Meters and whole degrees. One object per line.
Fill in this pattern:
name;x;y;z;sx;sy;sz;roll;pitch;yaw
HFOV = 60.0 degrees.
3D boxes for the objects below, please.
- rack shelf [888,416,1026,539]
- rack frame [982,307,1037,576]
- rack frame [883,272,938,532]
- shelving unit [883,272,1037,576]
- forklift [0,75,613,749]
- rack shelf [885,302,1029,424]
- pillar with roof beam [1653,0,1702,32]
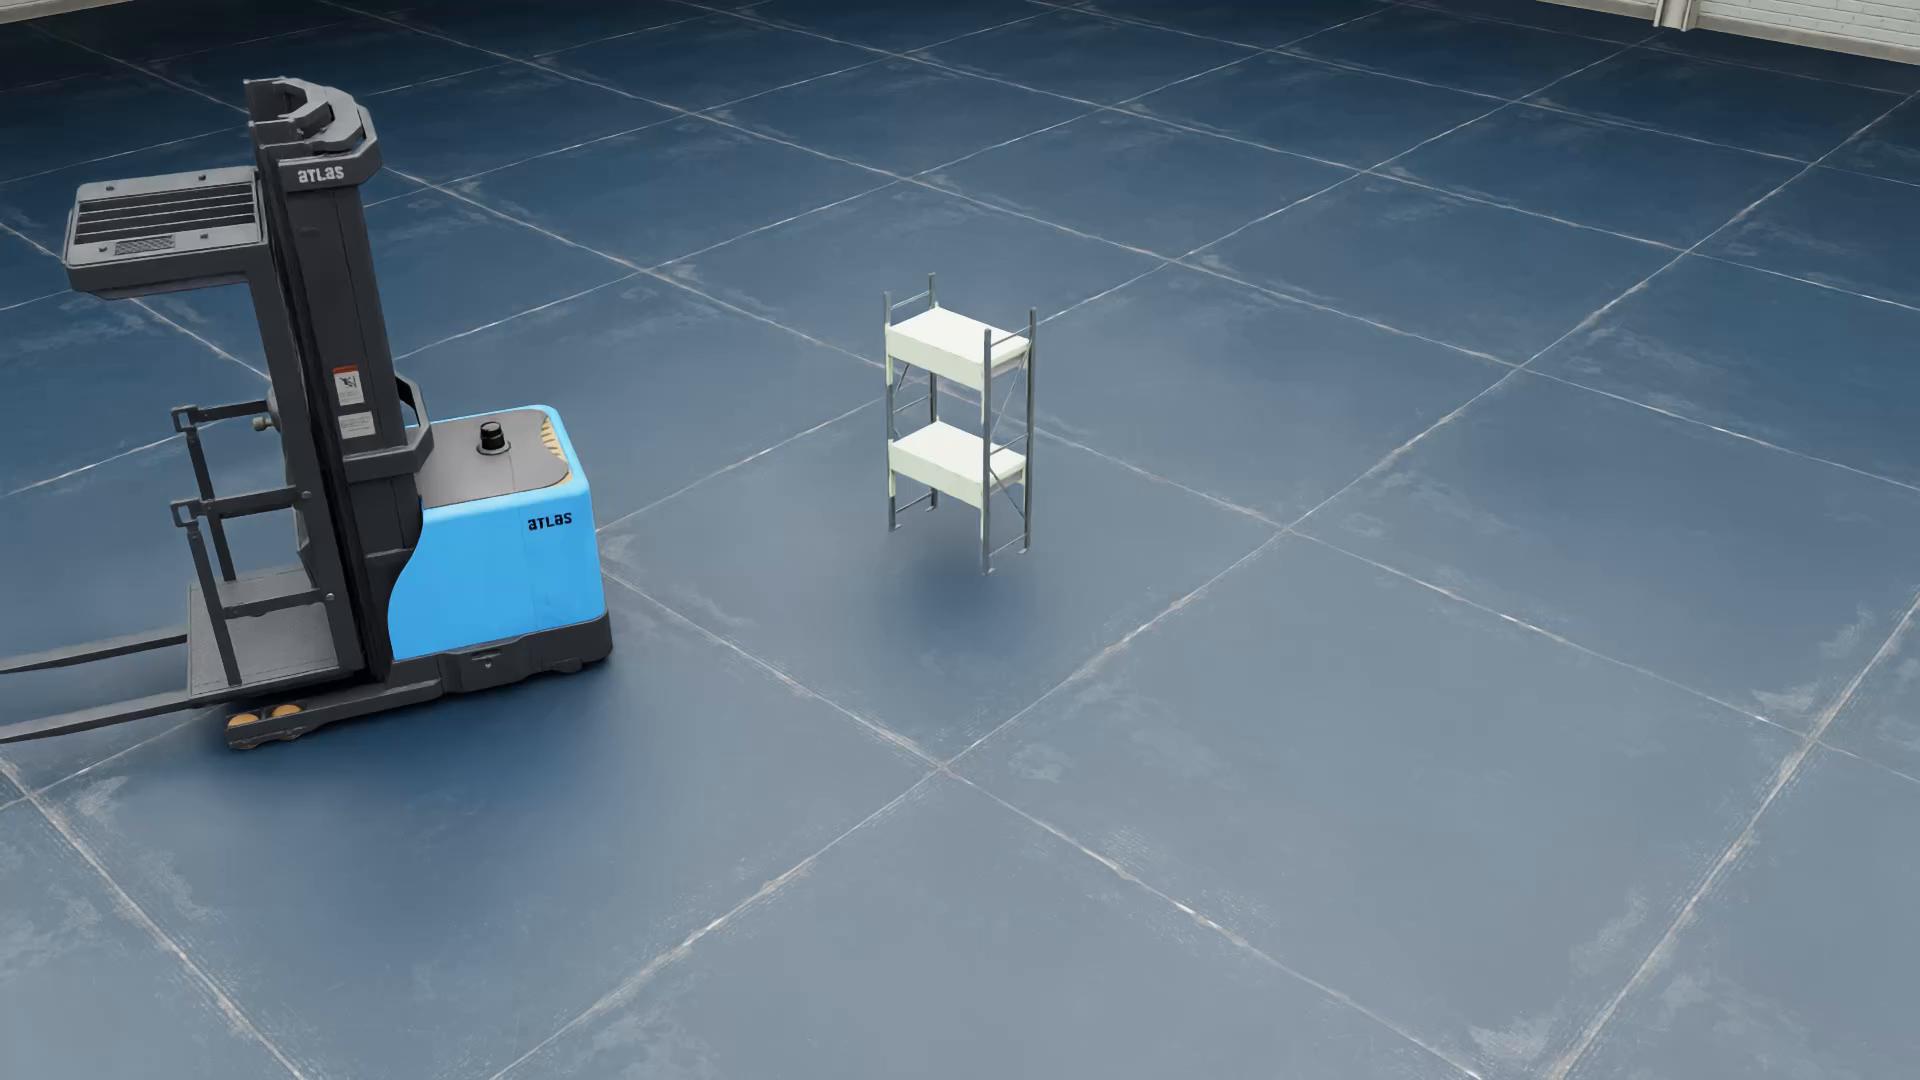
rack shelf;-0.005;-0.366;9.480;0.720;0.370;0.431;25;39;35
rack frame;0.266;-0.518;9.101;0.023;1.500;0.400;25;39;35
rack frame;-0.276;-0.772;9.522;0.023;1.500;0.400;25;39;35
shelving unit;-0.005;-0.645;9.311;0.755;1.500;0.431;25;39;35
forklift;-3.368;-0.557;7.778;3.031;2.935;1.130;-12;33;-19
rack shelf;-0.005;-0.979;9.110;0.720;0.370;0.431;25;39;35
pillar with roof beam;5.661;-8.356;14.850;0.400;9.000;9.100;25;39;35
